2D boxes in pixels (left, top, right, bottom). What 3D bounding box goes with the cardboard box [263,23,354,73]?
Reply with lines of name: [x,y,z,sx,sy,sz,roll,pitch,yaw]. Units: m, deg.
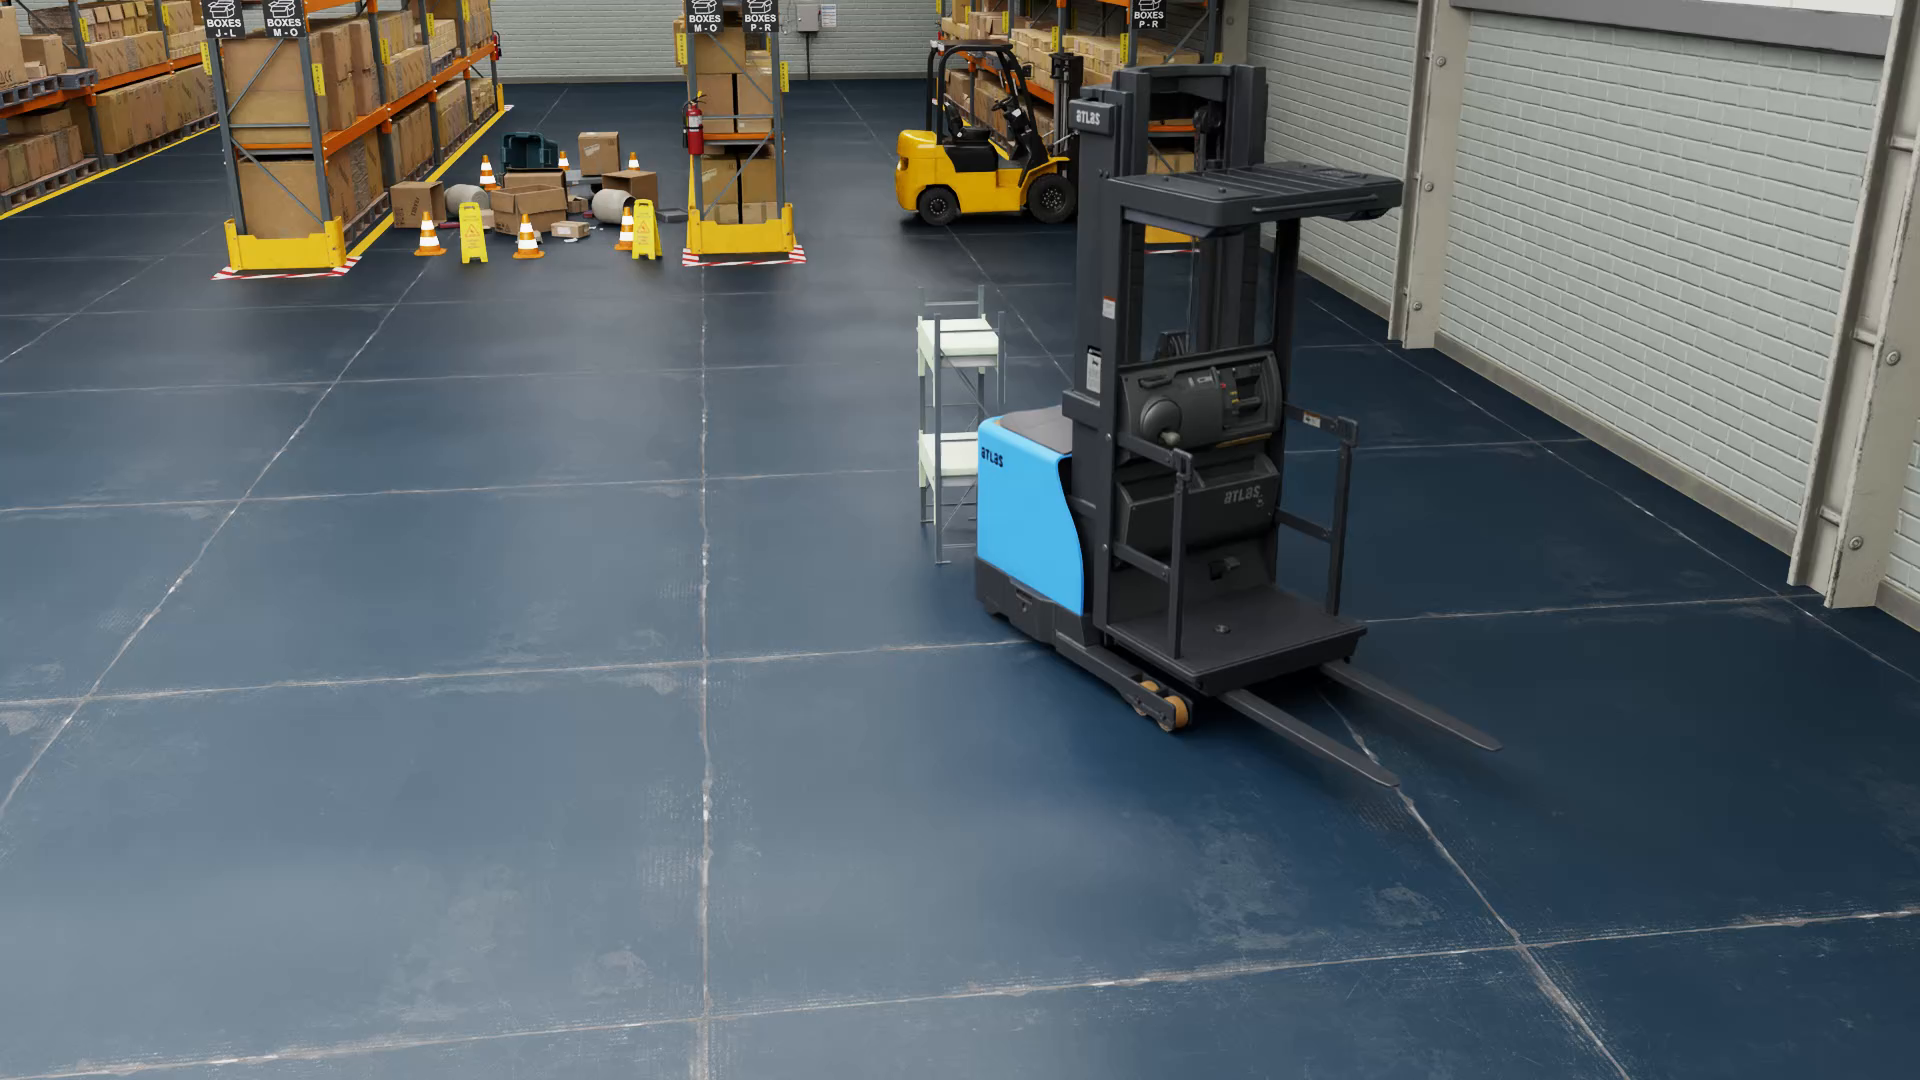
cardboard box: [-7.803,-5.888,19.936,0.875,0.550,0.550,-3,21,-8]

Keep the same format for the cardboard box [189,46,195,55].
cardboard box: [-13.901,-8.738,29.682,0.380,0.149,0.250,-3,21,-9]

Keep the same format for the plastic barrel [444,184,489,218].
plastic barrel: [-6.277,-4.297,21.117,0.512,0.421,0.421,12,24,30]

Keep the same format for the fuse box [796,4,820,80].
fuse box: [-3.540,-11.662,38.995,0.539,1.711,0.414,-3,21,-8]

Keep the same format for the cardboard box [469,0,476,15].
cardboard box: [-9.067,-9.767,30.083,0.500,0.500,0.500,-3,21,-7]

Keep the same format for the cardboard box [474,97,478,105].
cardboard box: [-9.095,-8.087,30.632,0.380,0.149,0.250,-2,21,-5]

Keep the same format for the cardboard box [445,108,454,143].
cardboard box: [-8.460,-6.662,26.738,0.500,0.500,0.500,-3,21,-7]

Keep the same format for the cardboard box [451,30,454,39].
cardboard box: [-8.819,-8.589,28.259,0.380,0.149,0.250,-3,21,-7]

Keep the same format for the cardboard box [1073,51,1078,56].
cardboard box: [1.689,-6.315,21.768,0.380,0.149,0.250,-2,21,-7]

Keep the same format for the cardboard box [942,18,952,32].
cardboard box: [-0.094,-10.409,33.588,0.500,0.250,0.500,-3,21,-7]

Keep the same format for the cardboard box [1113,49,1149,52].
cardboard box: [2.060,-5.837,20.063,0.380,0.149,0.250,-3,21,-7]

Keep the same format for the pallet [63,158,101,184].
pallet: [-13.346,-5.412,24.406,1.003,0.211,1.213,-3,21,-8]

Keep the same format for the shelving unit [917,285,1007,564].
shelving unit: [0.001,-0.700,9.948,0.431,1.500,0.755,-3,21,-8]

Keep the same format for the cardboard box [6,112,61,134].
cardboard box: [-13.245,-5.962,23.764,0.500,0.250,0.500,-1,20,-2]

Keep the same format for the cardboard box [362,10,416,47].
cardboard box: [-8.480,-7.564,24.609,0.700,0.500,0.500,-3,21,-8]

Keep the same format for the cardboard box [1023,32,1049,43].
cardboard box: [1.167,-7.696,25.466,0.380,0.149,0.250,-3,21,-7]

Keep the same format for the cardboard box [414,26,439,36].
cardboard box: [-8.601,-8.187,26.758,0.380,0.149,0.250,-2,21,-6]

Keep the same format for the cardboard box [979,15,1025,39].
cardboard box: [0.720,-8.740,28.585,0.700,0.500,0.500,-3,21,-8]

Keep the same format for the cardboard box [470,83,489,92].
cardboard box: [-9.150,-8.588,31.546,0.380,0.149,0.250,-2,21,-6]

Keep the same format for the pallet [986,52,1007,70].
pallet: [1.093,-7.882,27.307,1.213,0.211,1.003,-3,21,-8]

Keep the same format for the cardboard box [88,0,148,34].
cardboard box: [-13.934,-8.670,27.567,0.797,0.503,0.637,-3,21,-9]

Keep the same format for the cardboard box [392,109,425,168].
cardboard box: [-8.407,-5.830,24.152,1.050,0.750,0.750,-3,21,-7]

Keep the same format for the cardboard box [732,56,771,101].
cardboard box: [-2.604,-5.792,20.868,0.500,0.500,0.500,-2,21,-6]

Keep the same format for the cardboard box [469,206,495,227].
cardboard box: [-5.888,-4.037,20.644,0.396,0.266,0.258,1,20,2]

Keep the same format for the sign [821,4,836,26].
sign: [-3.081,-12.318,39.045,0.329,0.494,0.001,-3,21,-8]

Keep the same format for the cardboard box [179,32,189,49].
cardboard box: [-13.909,-8.792,29.258,0.500,0.250,0.500,-3,21,-8]

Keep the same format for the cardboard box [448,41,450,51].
cardboard box: [-8.750,-8.278,27.851,0.380,0.149,0.250,-4,21,-11]

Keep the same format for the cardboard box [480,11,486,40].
cardboard box: [-9.217,-9.664,31.237,0.500,0.500,0.500,-3,21,-8]

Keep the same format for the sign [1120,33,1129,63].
sign: [1.875,-5.602,18.934,0.100,0.325,0.005,-3,21,-8]

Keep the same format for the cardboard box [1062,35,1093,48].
cardboard box: [1.589,-6.721,22.428,0.380,0.149,0.250,-2,21,-7]

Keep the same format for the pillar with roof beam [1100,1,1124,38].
pillar with roof beam: [-1.920,-9.928,23.937,9.100,9.000,0.400,-3,21,-8]

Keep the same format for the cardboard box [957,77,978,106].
cardboard box: [0.336,-8.663,32.095,0.700,0.500,0.500,-4,21,-10]

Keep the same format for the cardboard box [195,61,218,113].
cardboard box: [-14.308,-8.428,30.931,0.875,0.875,0.875,-3,21,-8]

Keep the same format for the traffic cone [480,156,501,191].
traffic cone: [-6.657,-5.172,23.402,0.336,0.463,0.334,-3,21,-8]

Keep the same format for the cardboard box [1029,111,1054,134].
cardboard box: [1.536,-6.150,25.188,0.875,0.625,0.625,-4,21,-10]

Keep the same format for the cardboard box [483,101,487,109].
cardboard box: [-9.149,-8.219,31.408,0.380,0.149,0.250,-3,21,-7]

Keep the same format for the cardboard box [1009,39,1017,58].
cardboard box: [1.058,-7.738,26.146,0.500,0.250,0.500,-3,21,-8]

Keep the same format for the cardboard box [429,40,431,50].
cardboard box: [-8.447,-7.694,25.864,0.380,0.149,0.250,-2,21,-5]

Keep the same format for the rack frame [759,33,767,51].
rack frame: [-3.074,-6.104,22.273,1.000,3.000,0.127,-3,21,-8]

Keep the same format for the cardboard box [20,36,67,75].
cardboard box: [-13.161,-6.860,23.553,0.700,0.500,0.500,0,20,0]

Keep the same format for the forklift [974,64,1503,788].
forklift: [1.275,-0.659,7.792,1.130,2.935,3.031,-12,24,-29]

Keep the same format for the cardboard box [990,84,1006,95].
cardboard box: [0.722,-7.869,29.043,0.380,0.149,0.250,-2,21,-6]

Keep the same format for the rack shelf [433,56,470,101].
rack shelf: [-8.823,-7.560,27.199,1.077,0.370,4.000,-3,21,-8]

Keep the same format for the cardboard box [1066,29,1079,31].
cardboard box: [1.656,-7.904,26.022,0.380,0.149,0.250,-2,21,-6]

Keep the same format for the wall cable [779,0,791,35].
wall cable: [-4.238,-12.762,38.645,0.588,1.984,0.122,-3,21,-8]

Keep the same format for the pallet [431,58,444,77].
pallet: [-8.743,-7.356,25.899,1.213,0.211,1.003,-3,21,-8]

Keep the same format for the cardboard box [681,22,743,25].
cardboard box: [-2.853,-5.715,19.235,0.700,0.500,0.500,-3,21,-7]

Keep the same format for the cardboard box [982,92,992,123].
cardboard box: [0.685,-7.616,29.292,0.500,0.500,0.500,-4,21,-9]

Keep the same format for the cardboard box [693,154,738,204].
cardboard box: [-2.871,-4.244,19.549,0.500,0.500,0.500,-3,21,-7]
